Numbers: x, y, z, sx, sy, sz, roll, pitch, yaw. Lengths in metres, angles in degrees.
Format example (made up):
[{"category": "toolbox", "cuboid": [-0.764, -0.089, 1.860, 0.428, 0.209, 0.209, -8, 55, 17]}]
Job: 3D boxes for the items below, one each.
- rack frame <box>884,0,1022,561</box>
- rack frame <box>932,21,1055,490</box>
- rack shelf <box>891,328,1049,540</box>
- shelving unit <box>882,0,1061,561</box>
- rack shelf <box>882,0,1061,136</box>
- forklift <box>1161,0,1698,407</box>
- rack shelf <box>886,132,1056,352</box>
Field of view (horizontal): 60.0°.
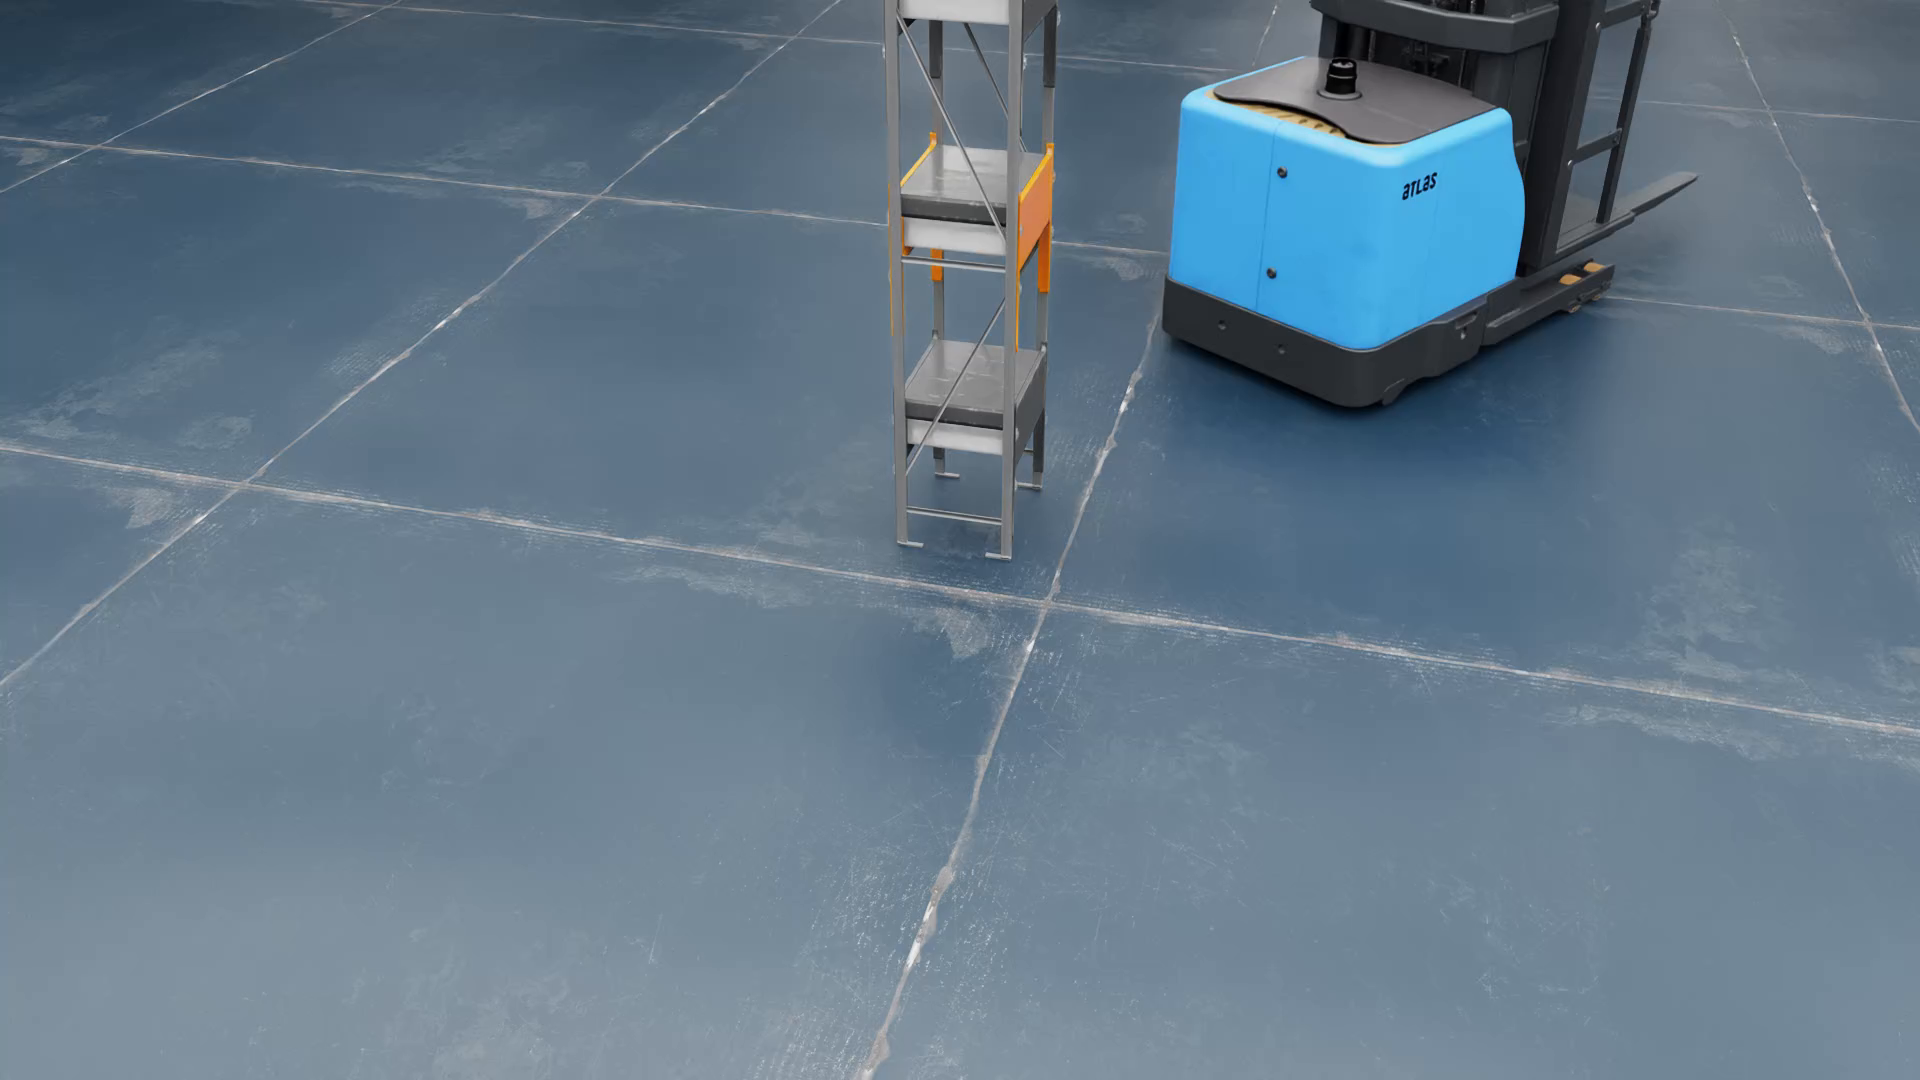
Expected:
[{"category": "rack frame", "cuboid": [-0.020, -0.845, 5.123, 0.400, 2.100, 0.015, 8, 33, 12]}, {"category": "rack frame", "cuboid": [0.104, -1.099, 5.521, 0.400, 2.100, 0.015, 8, 33, 12]}, {"category": "rack shelf", "cuboid": [0.042, -0.370, 5.705, 0.431, 0.518, 0.480, 8, 33, 12]}, {"category": "shelving unit", "cuboid": [0.042, -0.972, 5.322, 0.431, 2.100, 0.503, 8, 33, 12]}, {"category": "rack shelf", "cuboid": [0.042, -1.551, 4.954, 0.431, 0.518, 0.480, 8, 33, 12]}, {"category": "forklift", "cuboid": [2.278, -2.421, 6.826, 3.031, 2.935, 1.130, -26, 41, -35]}, {"category": "rack shelf", "cuboid": [0.042, -0.960, 5.329, 0.431, 0.518, 0.480, 8, 33, 12]}]
